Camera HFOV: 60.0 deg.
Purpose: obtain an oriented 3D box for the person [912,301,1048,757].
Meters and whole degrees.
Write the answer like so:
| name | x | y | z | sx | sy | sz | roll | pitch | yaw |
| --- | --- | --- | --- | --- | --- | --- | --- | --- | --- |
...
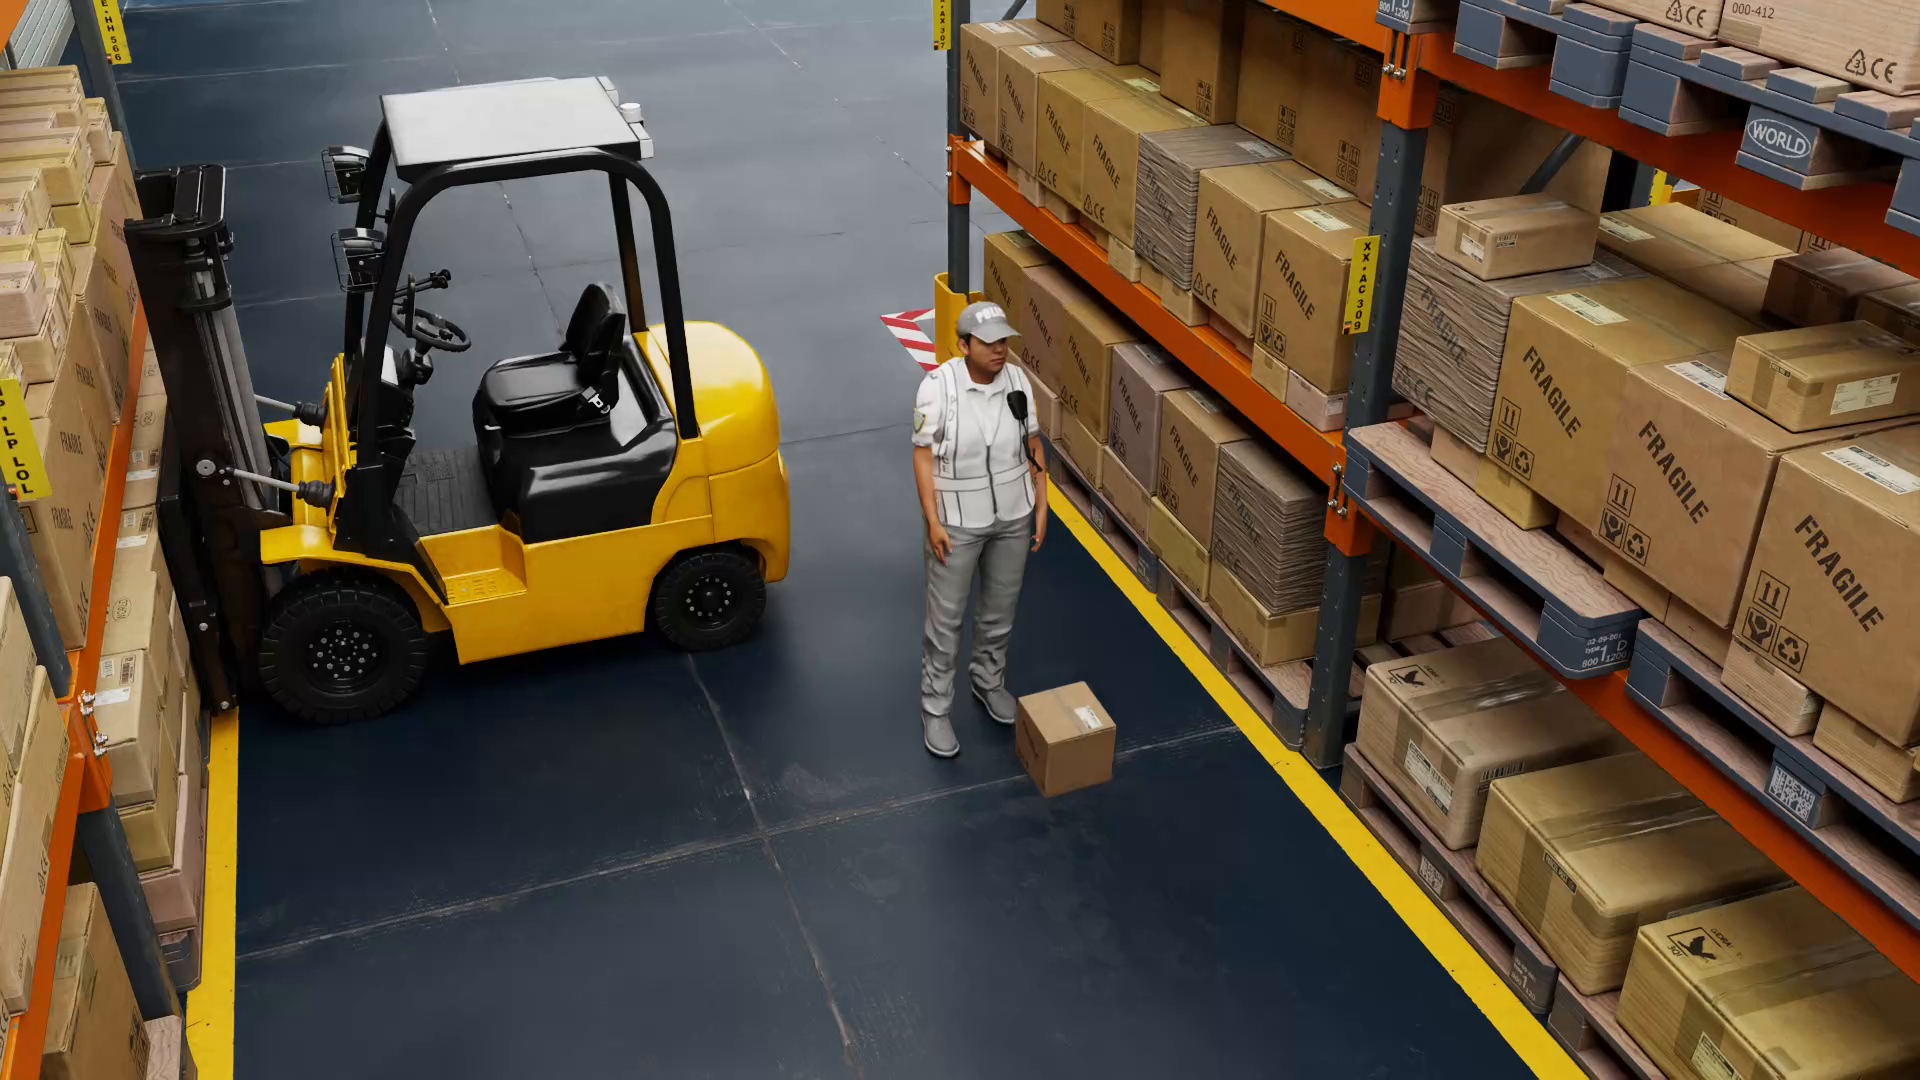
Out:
| name | x | y | z | sx | sy | sz | roll | pitch | yaw |
| --- | --- | --- | --- | --- | --- | --- | --- | --- | --- |
| person | 0.079 | -0.050 | 6.194 | 0.575 | 1.670 | 0.523 | -11 | 32 | -18 |
